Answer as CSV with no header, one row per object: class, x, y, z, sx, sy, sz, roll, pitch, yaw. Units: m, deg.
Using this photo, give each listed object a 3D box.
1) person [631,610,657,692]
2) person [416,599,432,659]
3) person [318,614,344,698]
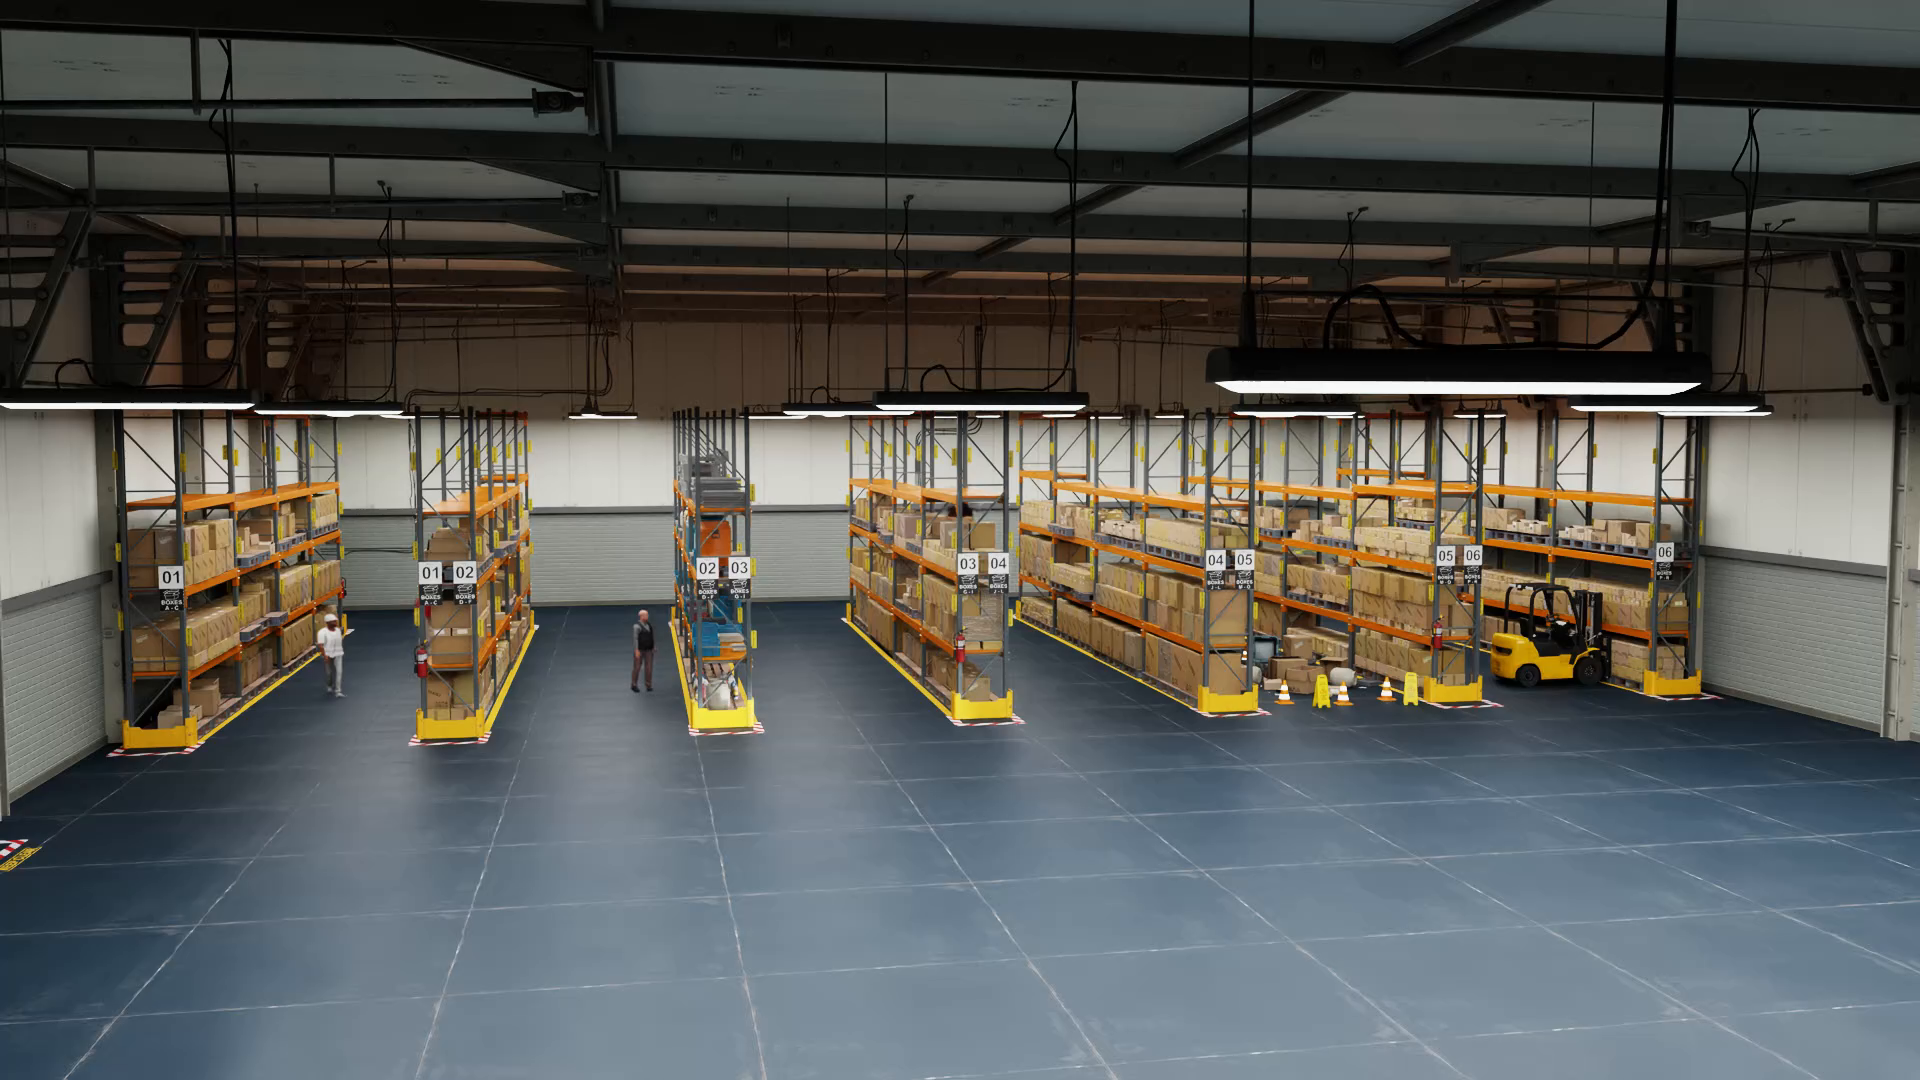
person,-6.726,2.350,35.324,0.568,1.739,0.402,-4,6,-43
person,-12.828,2.004,40.188,0.589,1.721,0.563,0,4,-5
person,-13.061,2.407,34.538,0.506,1.729,1.010,-2,4,-23
